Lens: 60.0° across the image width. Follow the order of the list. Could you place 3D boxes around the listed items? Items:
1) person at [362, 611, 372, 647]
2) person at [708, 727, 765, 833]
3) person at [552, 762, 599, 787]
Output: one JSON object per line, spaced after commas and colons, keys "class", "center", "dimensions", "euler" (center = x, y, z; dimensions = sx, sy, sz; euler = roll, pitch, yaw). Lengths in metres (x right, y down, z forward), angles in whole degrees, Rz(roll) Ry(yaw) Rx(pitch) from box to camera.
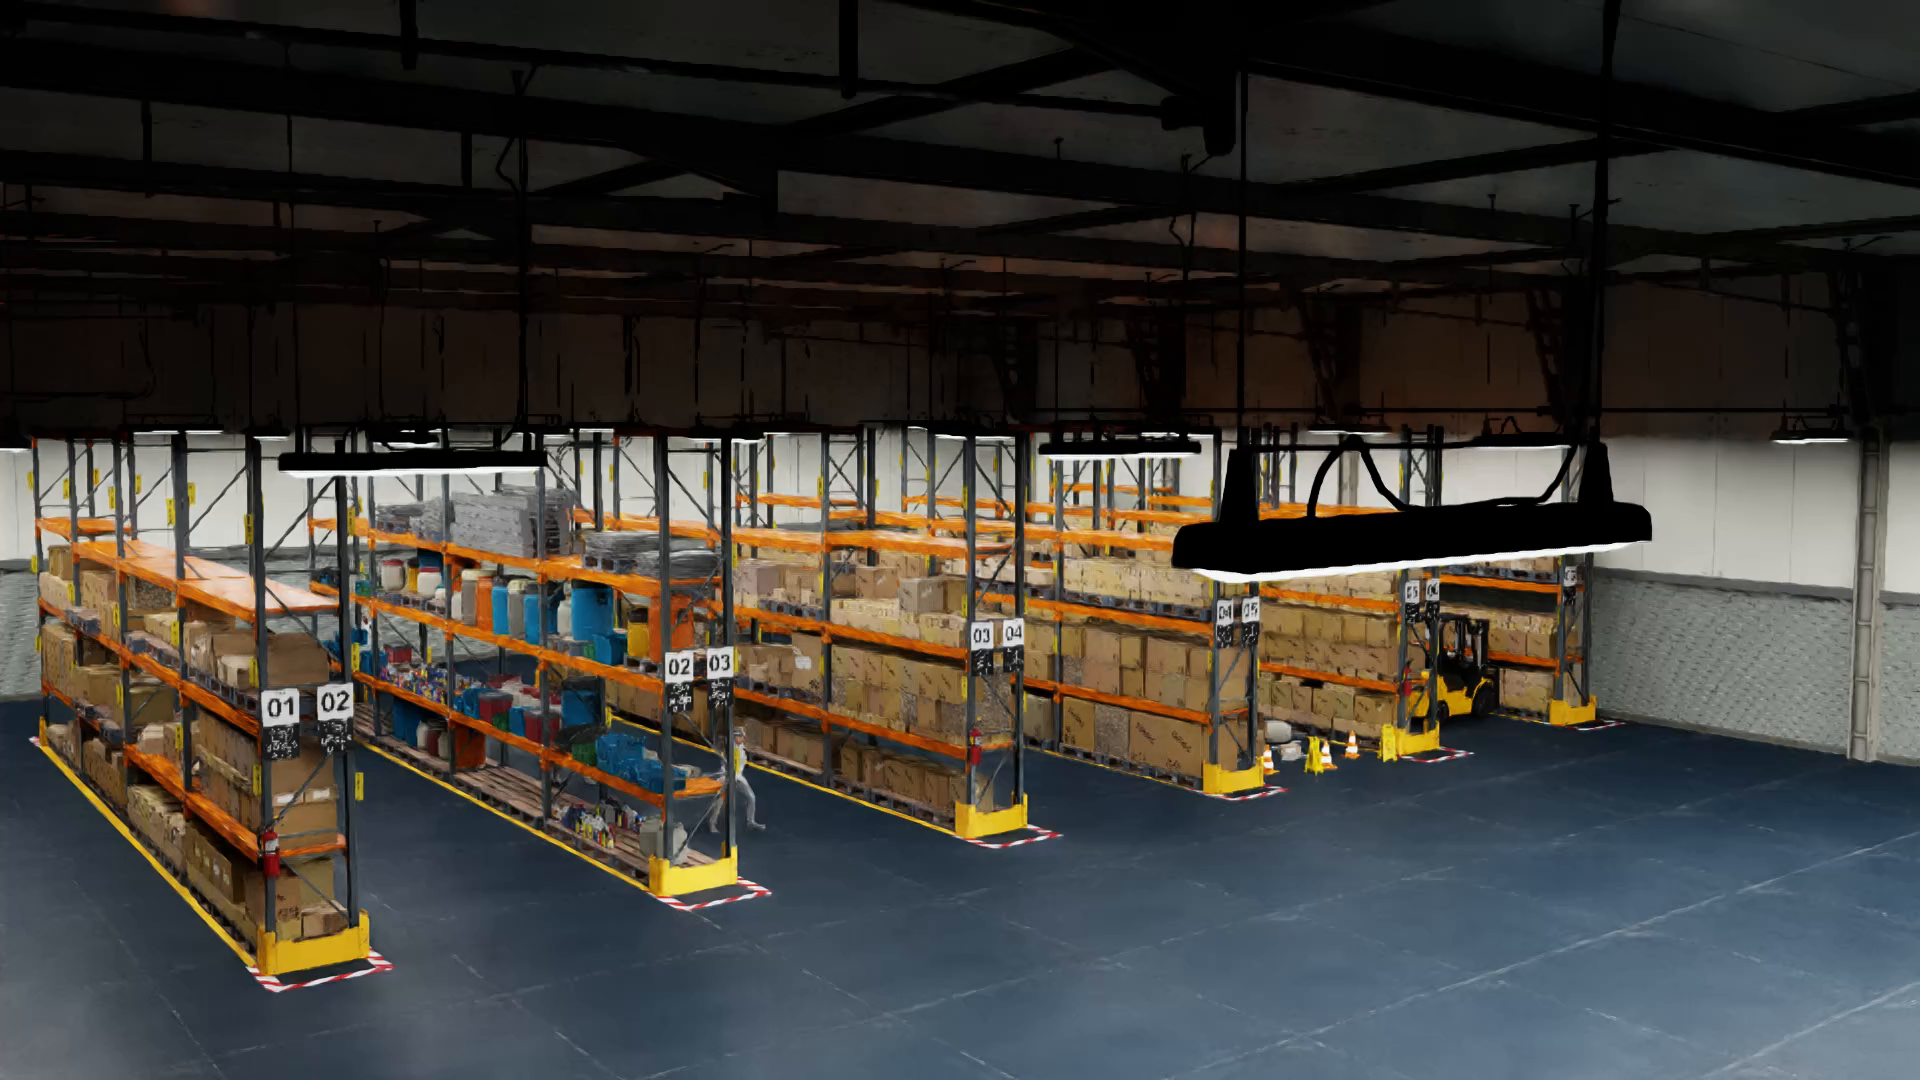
{"class": "person", "center": [-14.015, 2.457, 39.125], "dimensions": [0.592, 1.629, 0.526], "euler": [-4, 6, -39]}
{"class": "person", "center": [-3.399, 3.567, 24.869], "dimensions": [0.773, 1.611, 0.632], "euler": [3, 5, 33]}
{"class": "person", "center": [-6.507, 3.299, 27.887], "dimensions": [0.571, 1.670, 1.033], "euler": [-4, 6, -44]}
